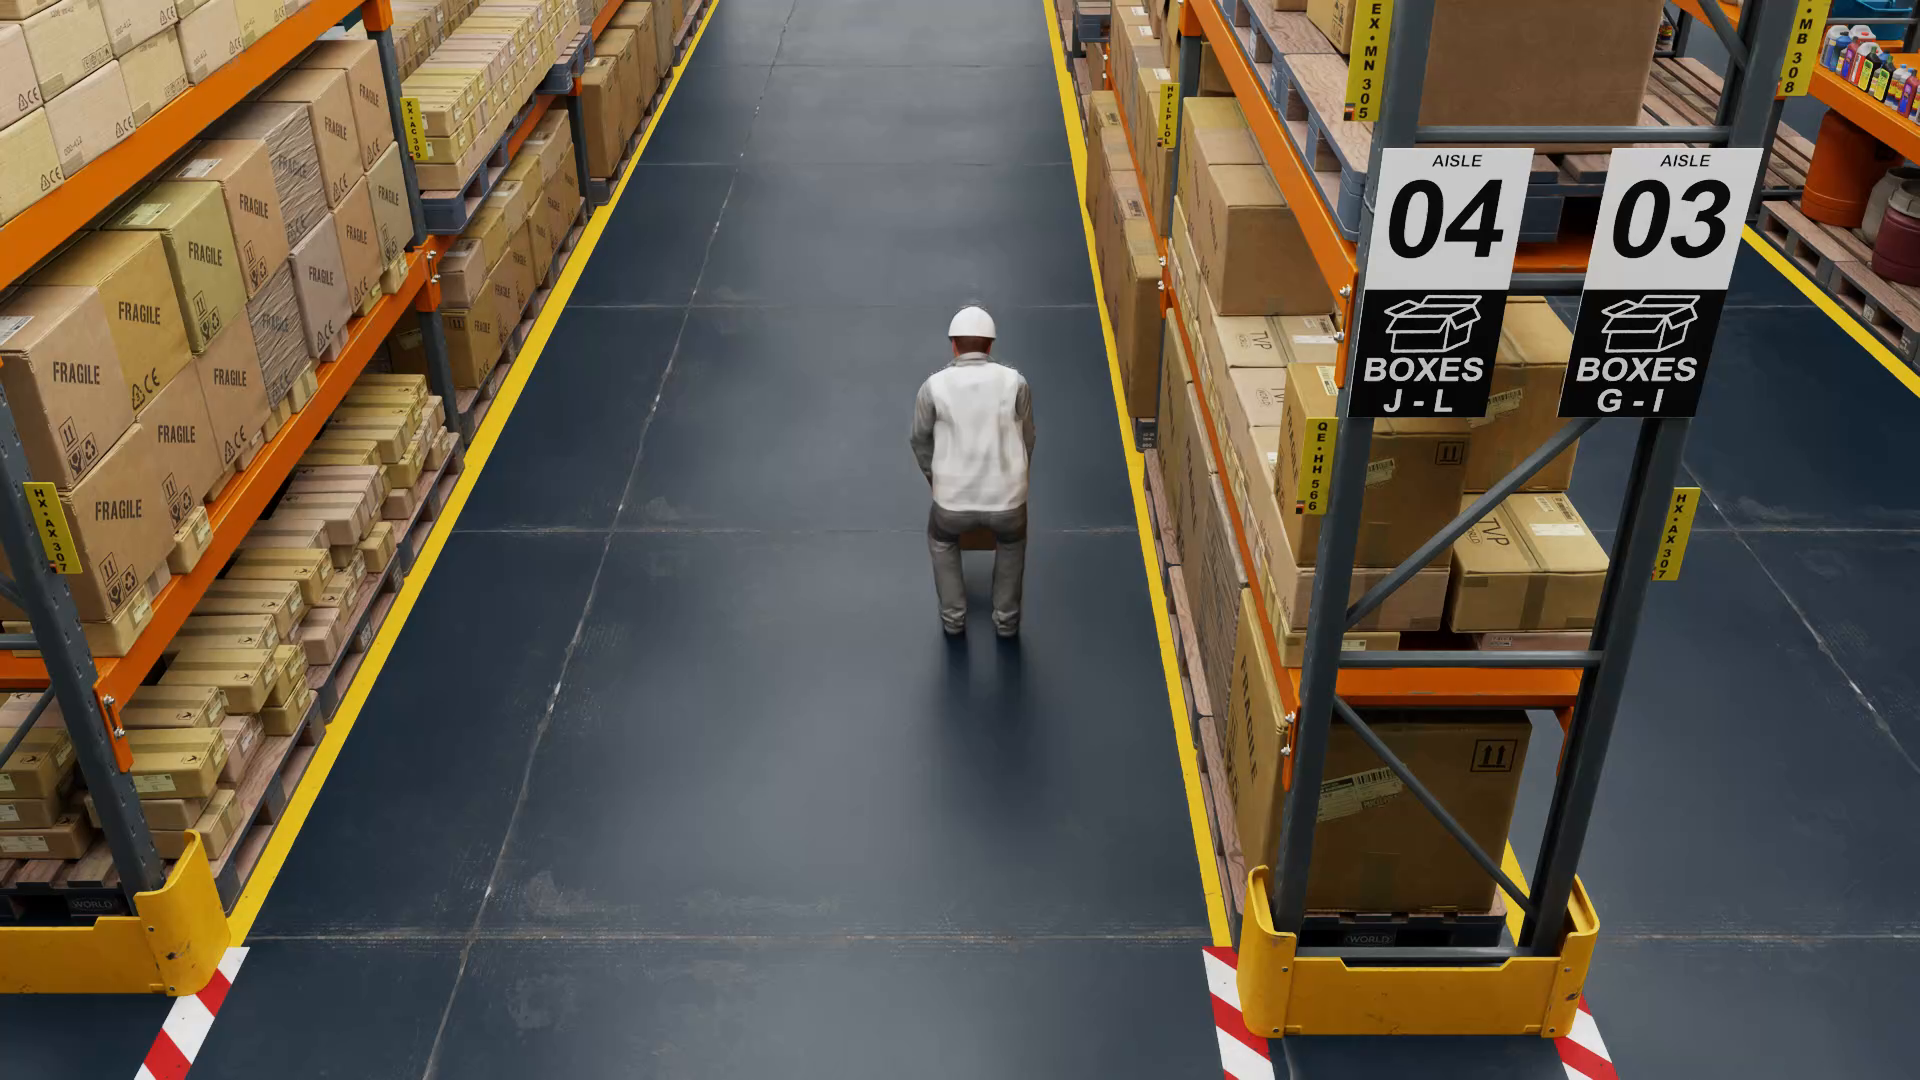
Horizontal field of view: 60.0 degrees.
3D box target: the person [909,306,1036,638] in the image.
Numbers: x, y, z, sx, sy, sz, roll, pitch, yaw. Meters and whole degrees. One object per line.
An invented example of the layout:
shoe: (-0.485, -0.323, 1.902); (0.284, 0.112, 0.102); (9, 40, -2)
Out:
person: (0.059, -0.279, 7.781); (0.588, 1.560, 0.671); (0, 31, 0)
